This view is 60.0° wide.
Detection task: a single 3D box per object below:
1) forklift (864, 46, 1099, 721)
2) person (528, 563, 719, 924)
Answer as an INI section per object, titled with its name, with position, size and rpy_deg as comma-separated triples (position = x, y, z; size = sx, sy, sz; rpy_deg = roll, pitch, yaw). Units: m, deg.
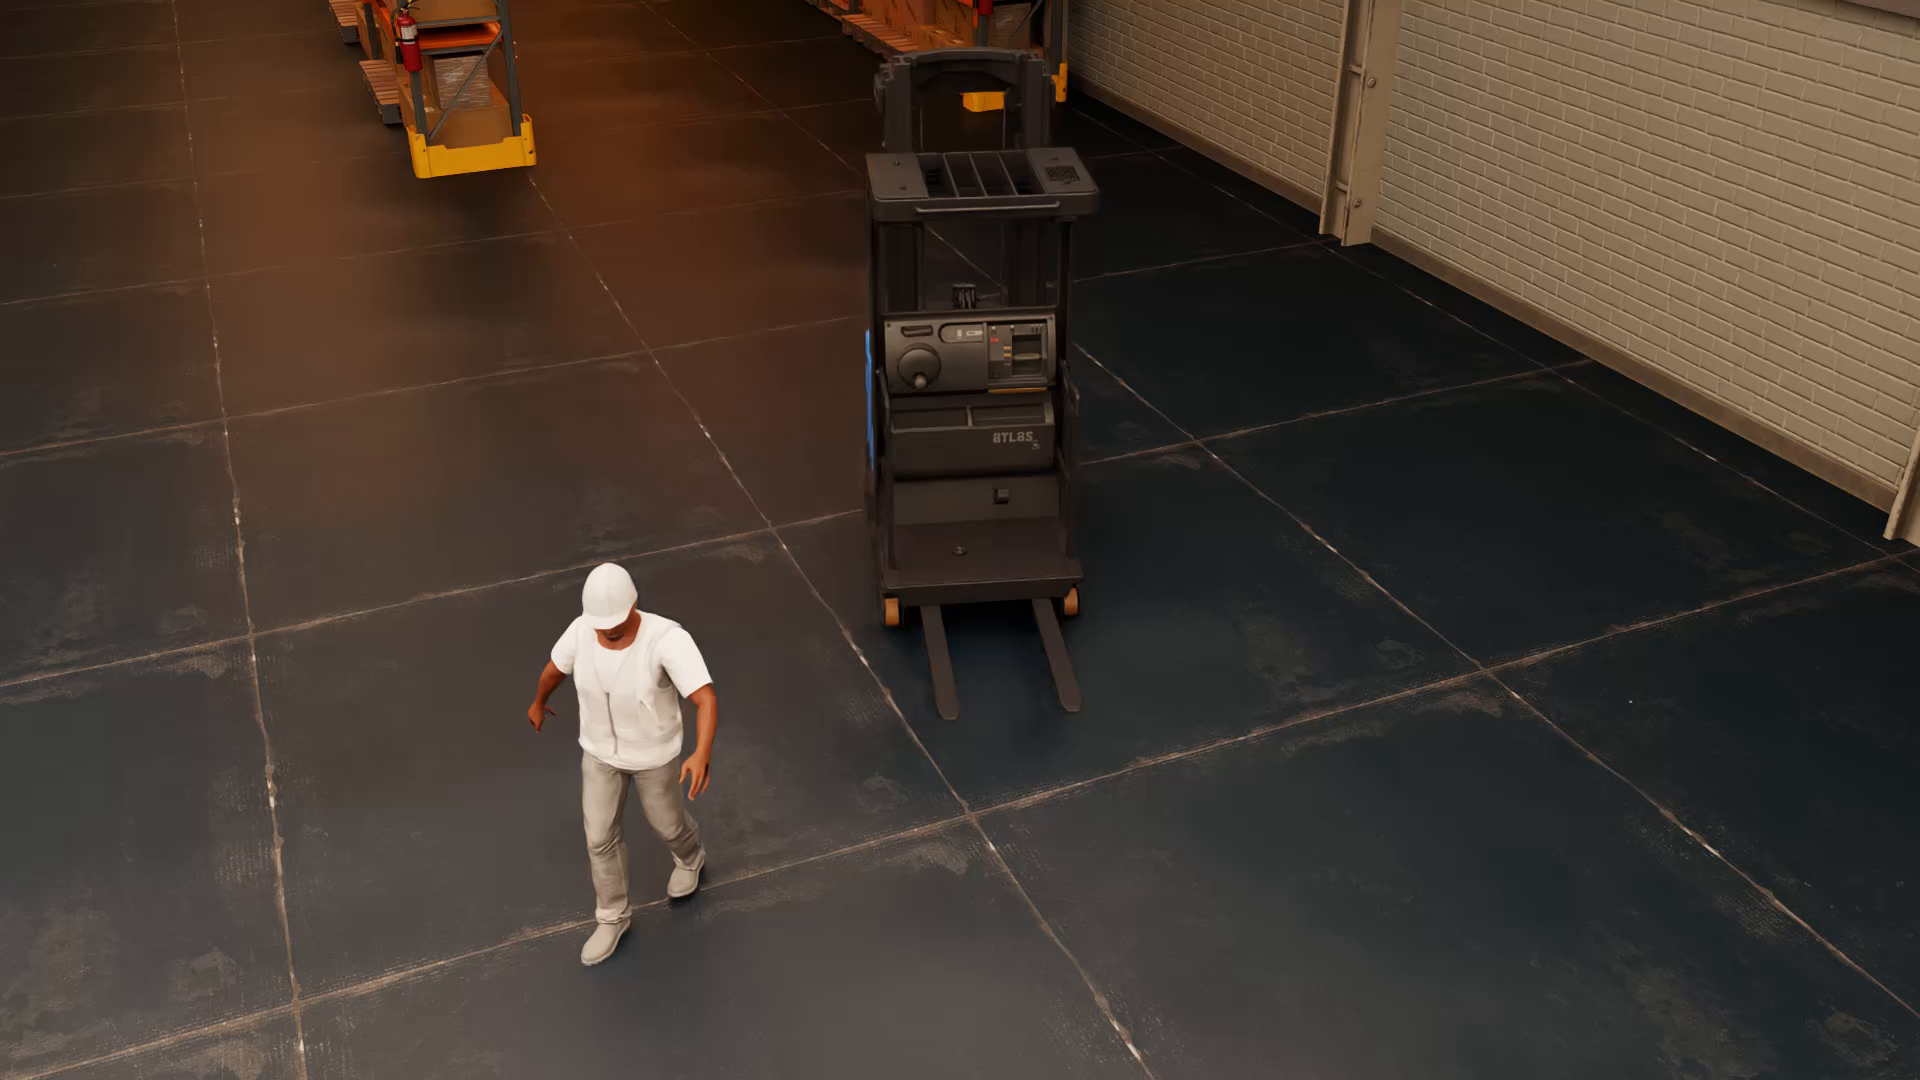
[forklift]
position = 0.084, -0.969, 8.815
size = 1.130, 2.935, 3.031
rpy_deg = -3, 30, -6
[person]
position = -1.390, 0.840, 6.792
size = 1.020, 1.676, 0.765
rpy_deg = 7, 30, 12
